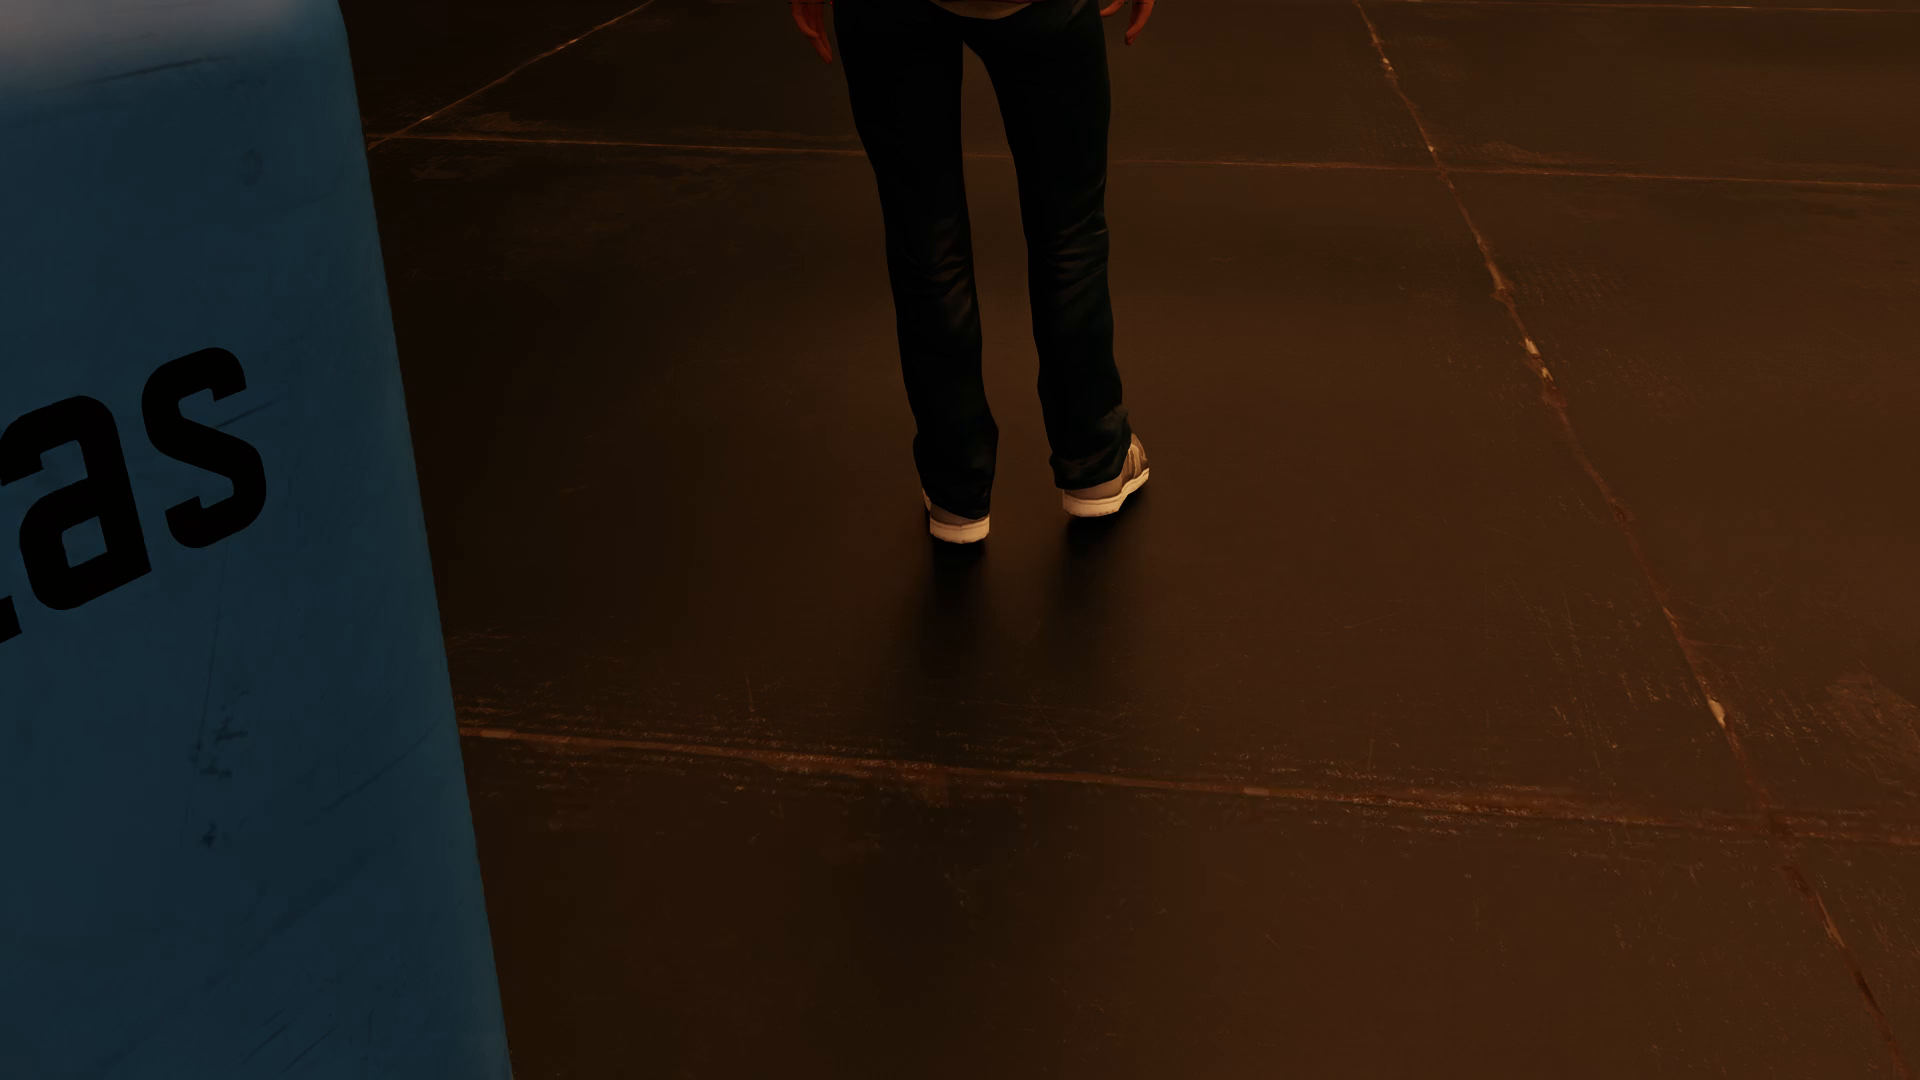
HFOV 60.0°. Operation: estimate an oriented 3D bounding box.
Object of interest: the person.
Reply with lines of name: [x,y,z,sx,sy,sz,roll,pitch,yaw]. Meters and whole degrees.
person: [0.023,-0.753,2.205,0.521,1.599,0.473,3,27,7]
